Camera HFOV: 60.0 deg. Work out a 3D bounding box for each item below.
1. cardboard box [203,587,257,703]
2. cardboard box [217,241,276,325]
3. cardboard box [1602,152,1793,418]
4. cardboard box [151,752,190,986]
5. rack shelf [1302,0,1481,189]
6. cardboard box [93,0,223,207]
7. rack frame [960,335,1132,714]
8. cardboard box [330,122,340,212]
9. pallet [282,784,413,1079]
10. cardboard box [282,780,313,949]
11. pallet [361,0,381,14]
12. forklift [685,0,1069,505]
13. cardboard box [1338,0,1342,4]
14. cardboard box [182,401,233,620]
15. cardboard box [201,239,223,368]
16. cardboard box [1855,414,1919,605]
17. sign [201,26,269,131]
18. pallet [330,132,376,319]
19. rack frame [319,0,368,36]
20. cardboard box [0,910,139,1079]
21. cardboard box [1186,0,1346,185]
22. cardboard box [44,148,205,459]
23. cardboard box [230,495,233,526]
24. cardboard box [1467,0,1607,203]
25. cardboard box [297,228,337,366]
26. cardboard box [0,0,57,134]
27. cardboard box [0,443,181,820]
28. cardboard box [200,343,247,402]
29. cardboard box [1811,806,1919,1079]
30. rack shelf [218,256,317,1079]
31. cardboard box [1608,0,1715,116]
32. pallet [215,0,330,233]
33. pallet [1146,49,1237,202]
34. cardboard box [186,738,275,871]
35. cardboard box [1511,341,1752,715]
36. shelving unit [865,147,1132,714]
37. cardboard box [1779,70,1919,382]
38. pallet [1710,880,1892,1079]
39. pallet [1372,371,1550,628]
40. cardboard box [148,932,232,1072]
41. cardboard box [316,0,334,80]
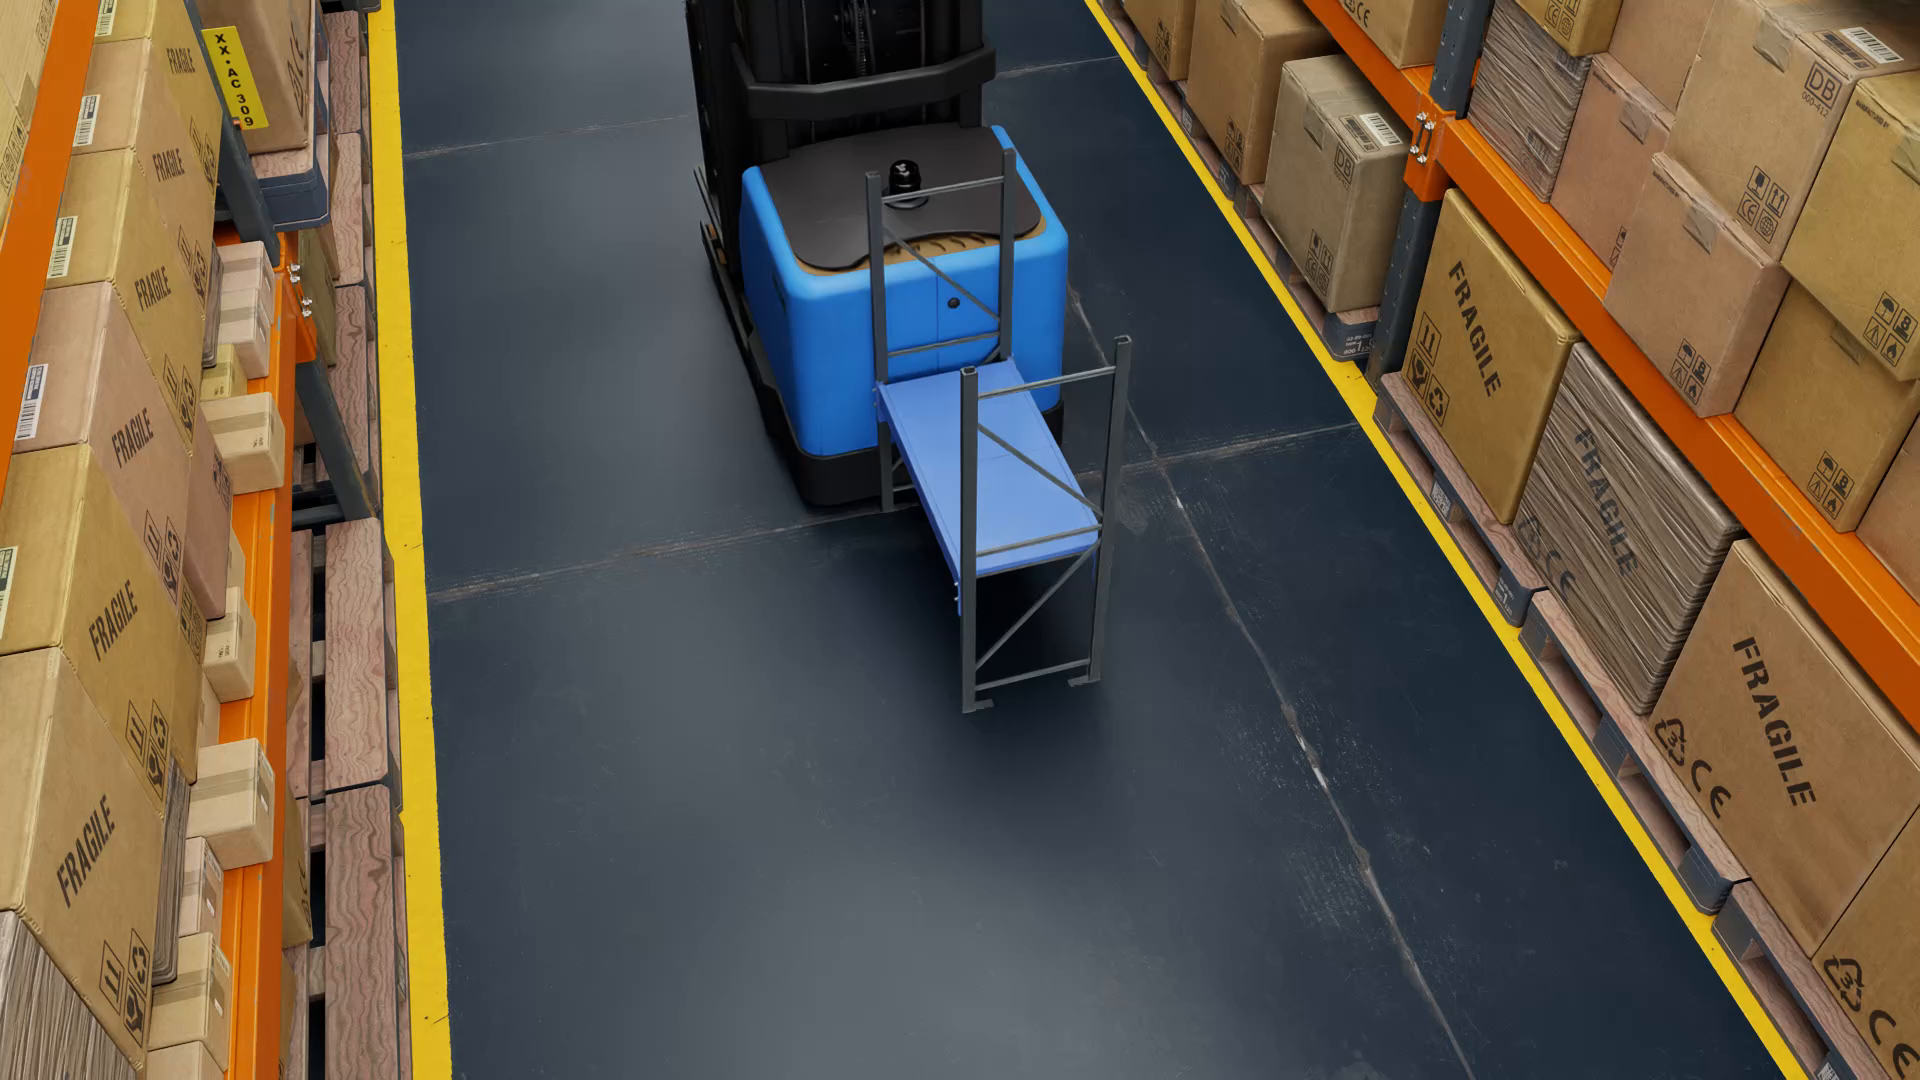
[{"bbox_3d":[-1.935,0.282,4.049,0.380,0.149,0.250,-11,47,-10],"label":"cardboard box"},{"bbox_3d":[-2.304,-0.756,5.066,0.380,0.149,0.250,-11,47,-10],"label":"cardboard box"},{"bbox_3d":[2.470,-0.806,4.834,0.875,0.550,0.550,-11,47,-10],"label":"cardboard box"},{"bbox_3d":[-2.064,0.623,3.261,0.875,0.500,0.500,-11,47,-10],"label":"cardboard box"},{"bbox_3d":[1.665,-2.905,7.500,1.077,0.370,4.000,-11,47,-10],"label":"rack shelf"},{"bbox_3d":[-2.262,-1.167,4.315,0.500,0.500,0.500,-11,47,-10],"label":"cardboard box"},{"bbox_3d":[0.244,0.005,5.195,0.500,1.500,0.032,-13,47,-12],"label":"rack frame"},{"bbox_3d":[-3.171,-1.750,7.307,0.700,0.500,0.500,-7,46,-7],"label":"cardboard box"},{"bbox_3d":[-2.122,1.339,4.790,1.003,0.211,1.213,-11,47,-10],"label":"pallet"},{"bbox_3d":[-2.191,0.881,4.742,0.500,0.500,0.500,-15,47,-14],"label":"cardboard box"},{"bbox_3d":[-3.797,-3.282,9.319,1.003,0.211,1.213,-11,47,-10],"label":"pallet"},{"bbox_3d":[-0.526,-2.230,6.384,1.130,2.935,3.031,-13,47,-12],"label":"forklift"},{"bbox_3d":[1.656,-2.471,6.501,0.500,0.500,0.500,-11,47,-11],"label":"cardboard box"},{"bbox_3d":[-2.269,-0.077,3.947,0.875,0.500,0.500,-11,47,-10],"label":"cardboard box"},{"bbox_3d":[-2.588,-0.756,4.612,0.875,0.500,0.500,-11,47,-10],"label":"cardboard box"},{"bbox_3d":[2.878,-0.100,4.143,0.875,0.550,0.550,-11,47,-10],"label":"cardboard box"},{"bbox_3d":[-2.121,-1.346,4.863,0.100,0.325,0.005,-11,47,-10],"label":"sign"},{"bbox_3d":[-3.160,-1.344,7.419,1.003,0.211,1.213,-11,47,-10],"label":"pallet"},{"bbox_3d":[-3.668,-3.700,7.776,1.000,3.000,0.127,-11,47,-10],"label":"rack frame"},{"bbox_3d":[-1.497,0.904,2.285,0.500,0.500,0.500,-11,47,-10],"label":"cardboard box"},{"bbox_3d":[1.688,-2.214,7.601,1.050,0.750,0.750,-11,47,-10],"label":"cardboard box"},{"bbox_3d":[-2.006,-0.477,3.639,0.500,0.500,0.500,-11,47,-10],"label":"cardboard box"},{"bbox_3d":[-2.135,-0.049,4.374,0.380,0.149,0.250,-11,47,-10],"label":"cardboard box"},{"bbox_3d":[2.283,-1.576,5.589,0.875,0.550,0.550,-11,47,-10],"label":"cardboard box"},{"bbox_3d":[-2.884,-0.978,6.551,0.700,0.500,0.500,-11,47,-11],"label":"cardboard box"},{"bbox_3d":[-2.015,-0.956,3.091,0.500,0.250,0.500,-11,47,-11],"label":"cardboard box"},{"bbox_3d":[-1.748,0.213,2.963,0.500,0.500,0.500,-11,47,-10],"label":"cardboard box"},{"bbox_3d":[-2.244,-0.398,4.716,0.380,0.149,0.250,-11,47,-10],"label":"cardboard box"},{"bbox_3d":[2.963,1.127,4.239,0.875,0.875,0.875,-10,47,-10],"label":"cardboard box"},{"bbox_3d":[-2.132,0.694,3.973,1.077,0.370,4.000,-11,47,-10],"label":"rack shelf"},{"bbox_3d":[2.491,-1.587,4.844,0.875,0.550,0.550,-11,47,-10],"label":"cardboard box"},{"bbox_3d":[-2.699,-1.426,5.681,1.003,0.211,1.213,-11,47,-10],"label":"pallet"},{"bbox_3d":[1.591,-2.162,8.221,1.003,0.211,1.213,-11,47,-10],"label":"pallet"},{"bbox_3d":[-1.752,0.617,3.721,0.380,0.149,0.250,-11,47,-10],"label":"cardboard box"},{"bbox_3d":[2.505,-0.110,5.451,0.875,0.875,0.875,-10,46,-10],"label":"cardboard box"},{"bbox_3d":[0.092,-0.341,5.534,0.538,1.500,1.048,-13,47,-12],"label":"shelving unit"},{"bbox_3d":[2.640,-0.824,4.096,0.875,0.550,0.500,-11,47,-10],"label":"cardboard box"},{"bbox_3d":[2.921,1.424,4.706,1.003,0.211,1.213,-11,47,-10],"label":"pallet"},{"bbox_3d":[2.296,-0.260,6.357,1.003,0.211,1.213,-11,47,-10],"label":"pallet"},{"bbox_3d":[-1.698,0.977,3.369,0.380,0.149,0.250,-11,47,-10],"label":"cardboard box"},{"bbox_3d":[-3.477,-2.520,8.062,0.700,0.500,0.500,-13,47,-12],"label":"cardboard box"}]
